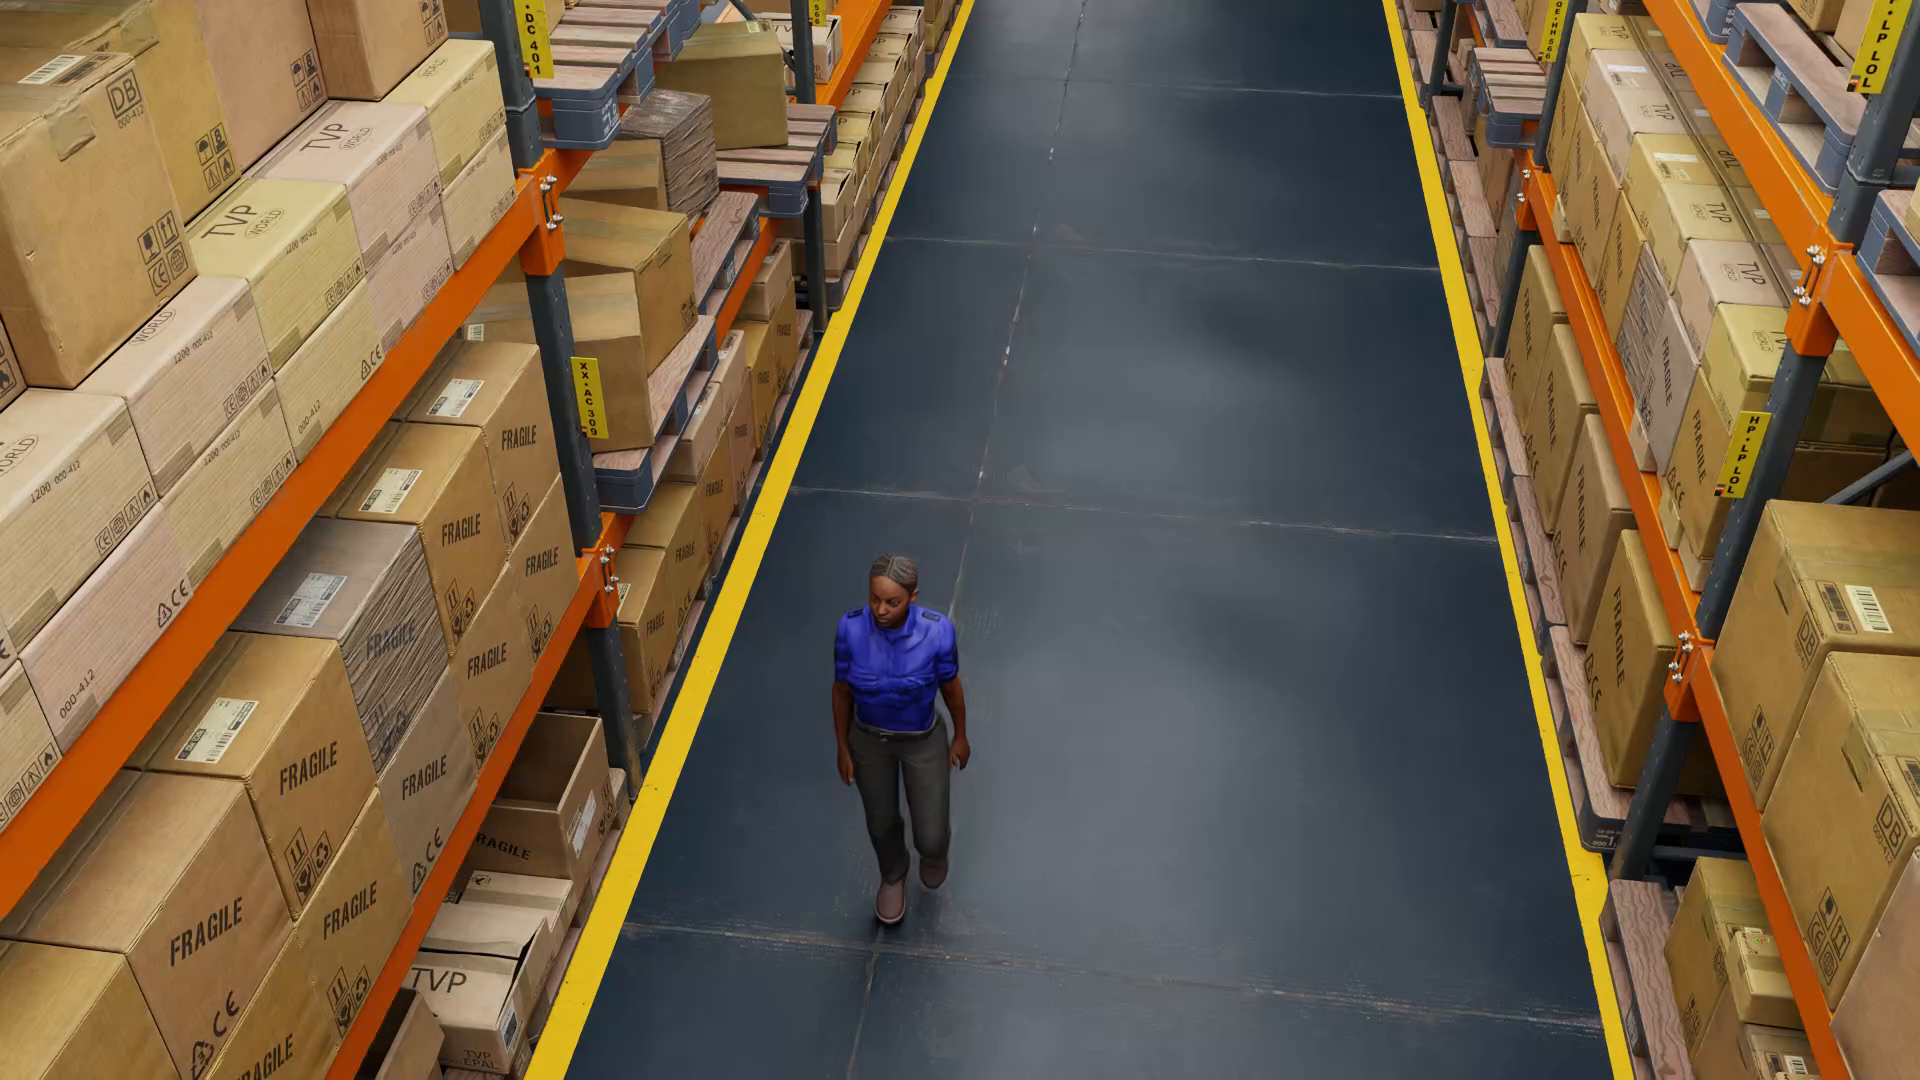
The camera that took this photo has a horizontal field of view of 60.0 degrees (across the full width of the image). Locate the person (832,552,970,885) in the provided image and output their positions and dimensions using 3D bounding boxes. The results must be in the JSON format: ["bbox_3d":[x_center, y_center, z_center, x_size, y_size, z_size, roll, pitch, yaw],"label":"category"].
[{"bbox_3d":[-0.217,0.718,5.960,0.486,1.579,0.409,5,37,6],"label":"person"}]
